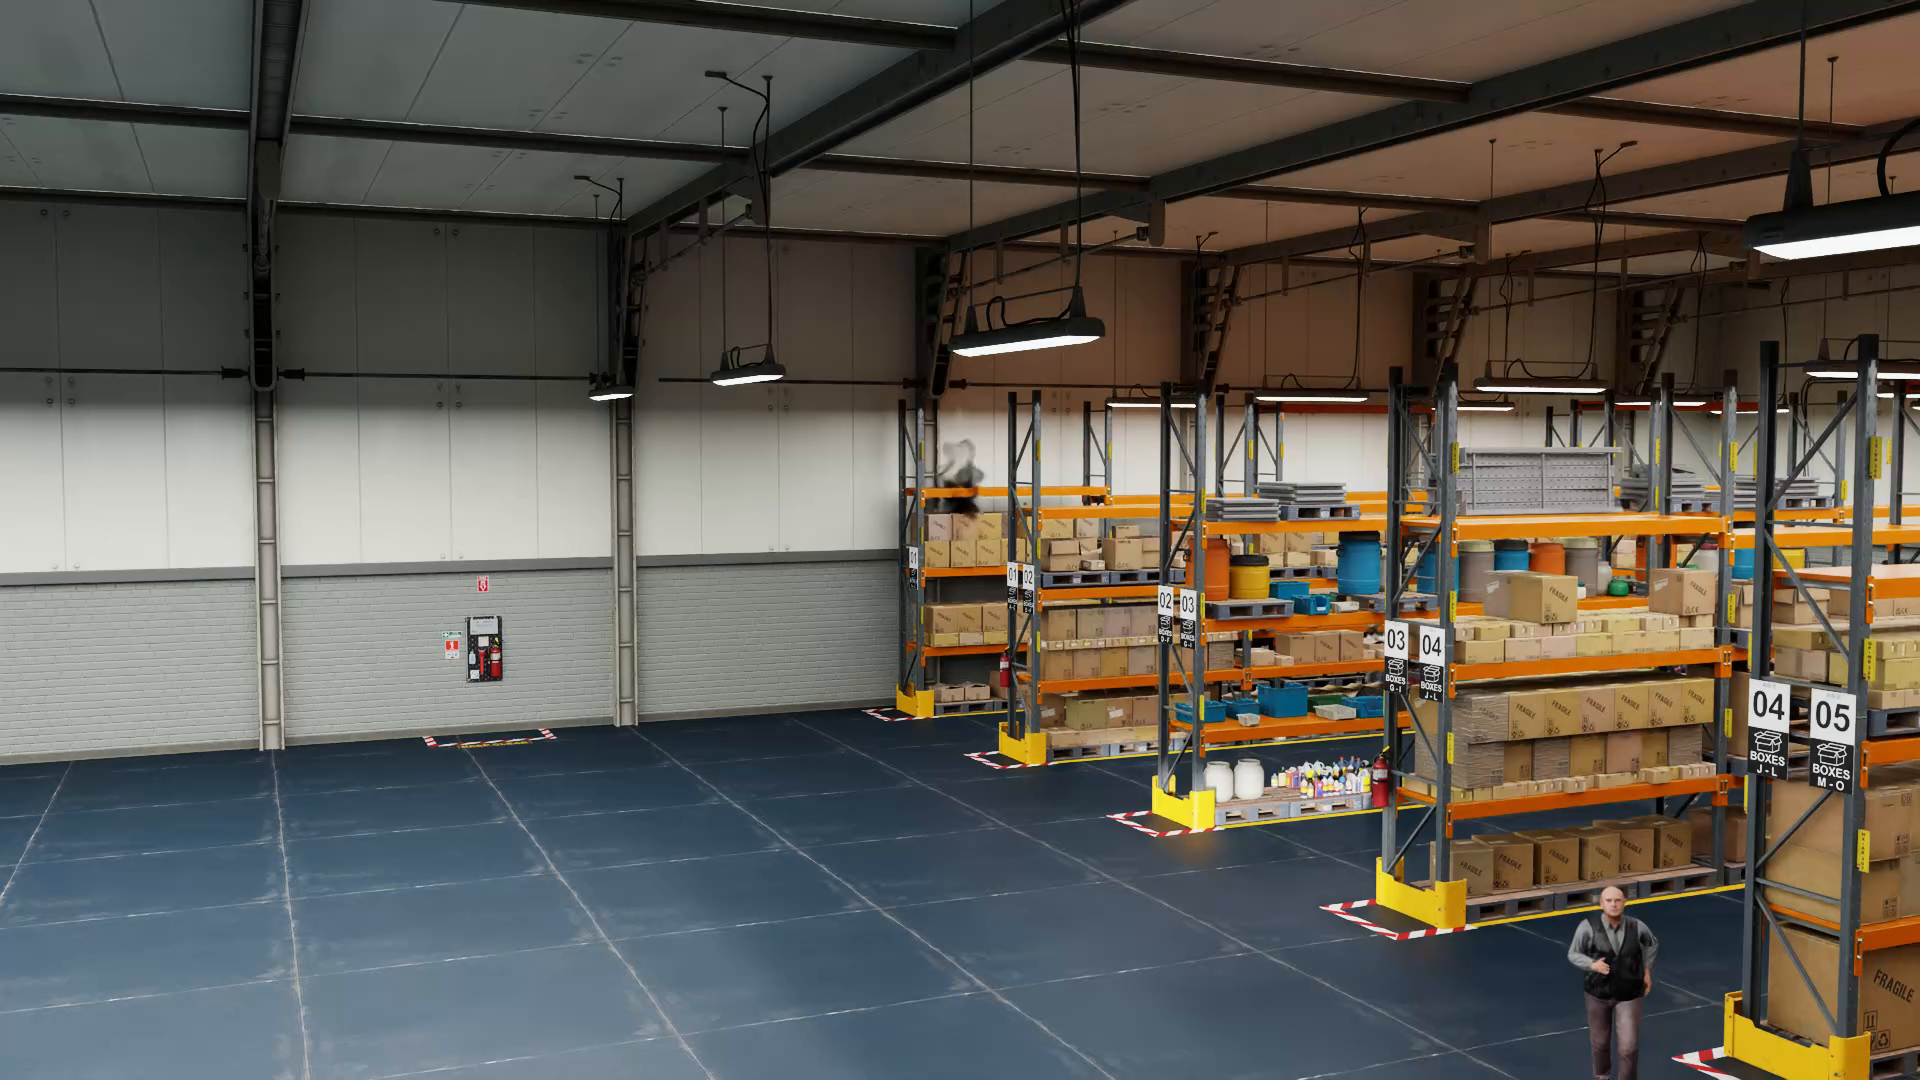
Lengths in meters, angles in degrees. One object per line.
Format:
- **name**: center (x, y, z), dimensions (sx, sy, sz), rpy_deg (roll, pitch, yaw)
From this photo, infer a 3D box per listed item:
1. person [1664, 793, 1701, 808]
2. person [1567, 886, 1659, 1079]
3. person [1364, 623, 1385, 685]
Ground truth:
- **person**: center (10.050, 2.978, 23.284), dimensions (0.883, 1.594, 0.531), rpy_deg (-2, 4, -34)
- **person**: center (5.024, 3.549, 12.810), dimensions (0.659, 1.770, 0.744), rpy_deg (1, 4, 21)
- **person**: center (7.947, 2.400, 32.161), dimensions (0.909, 1.696, 0.575), rpy_deg (-2, 4, -26)
